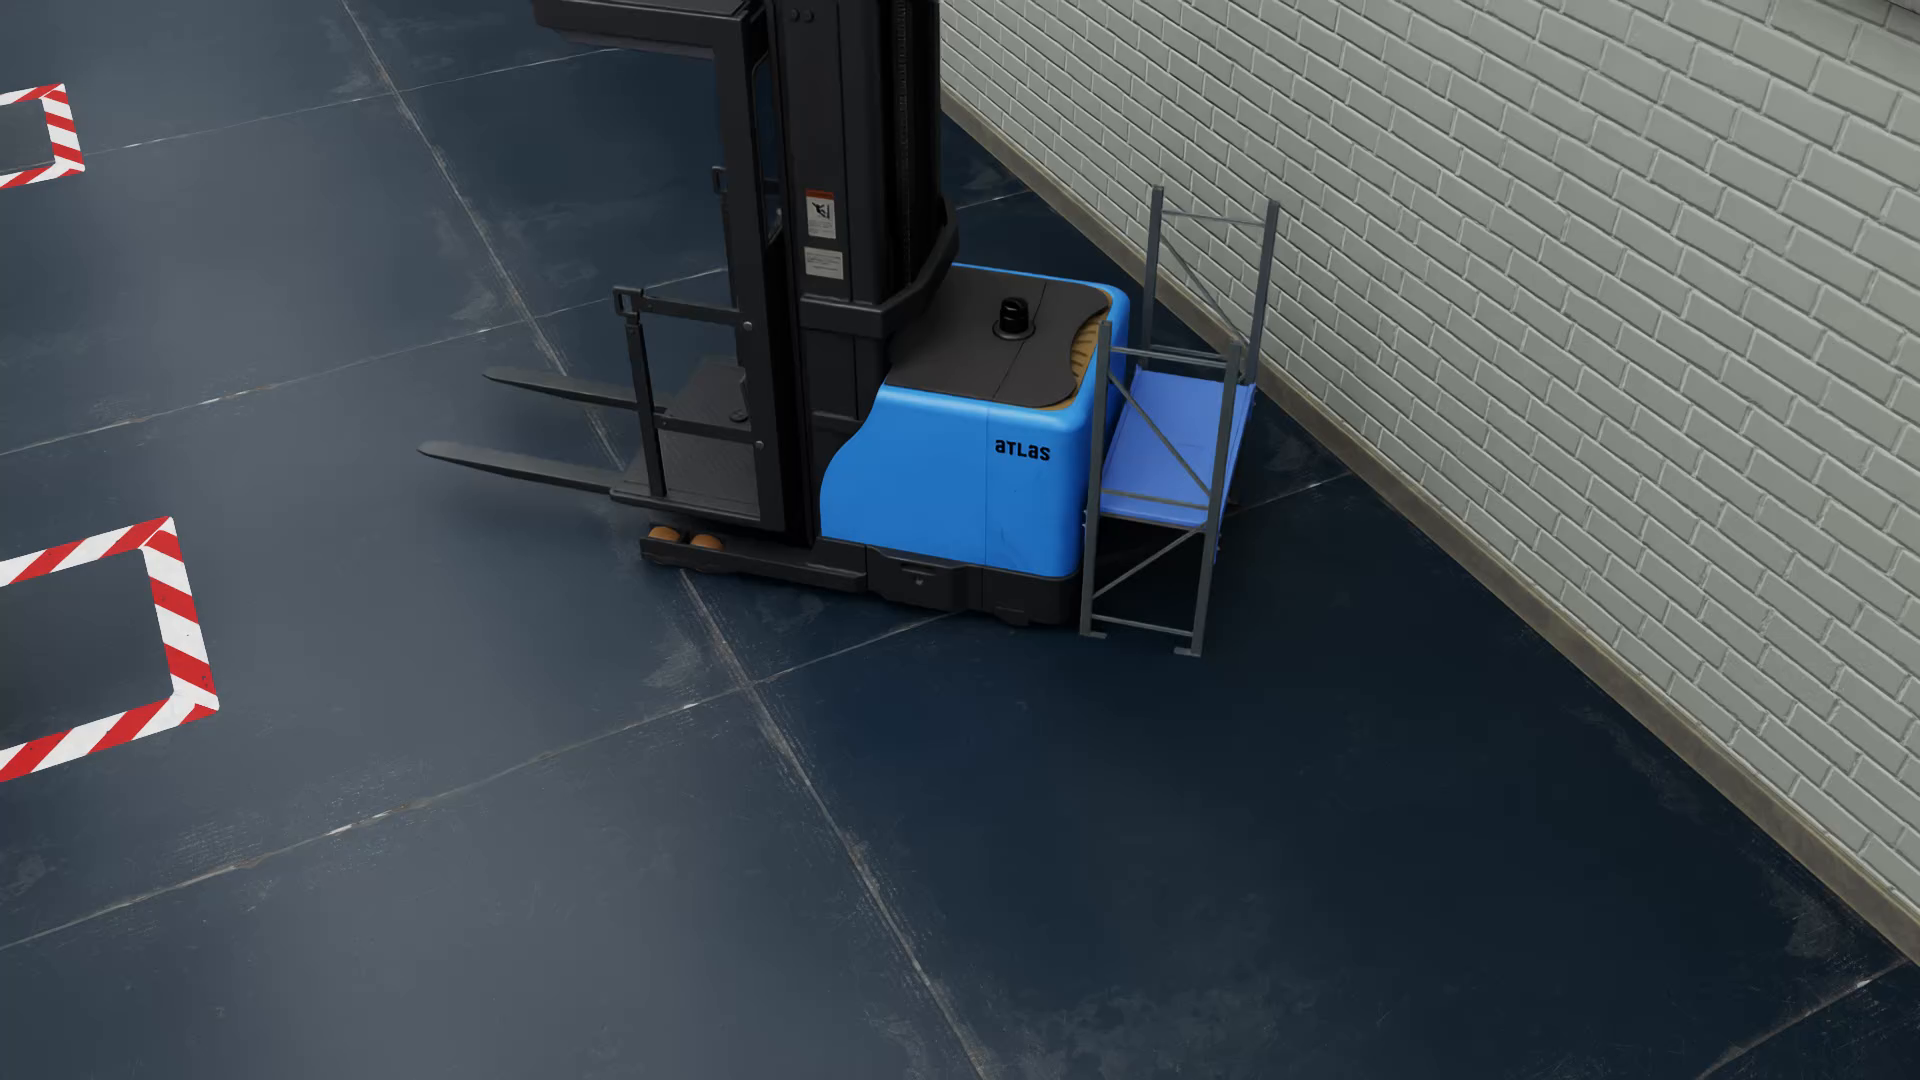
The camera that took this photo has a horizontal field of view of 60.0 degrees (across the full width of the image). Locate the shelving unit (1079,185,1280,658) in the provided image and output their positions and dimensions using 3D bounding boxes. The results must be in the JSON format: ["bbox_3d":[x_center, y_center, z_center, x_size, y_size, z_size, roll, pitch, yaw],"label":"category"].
[{"bbox_3d":[0.868,-0.467,6.640,0.538,1.500,1.048,10,41,12],"label":"shelving unit"}]

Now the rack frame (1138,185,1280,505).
[{"bbox_3d":[1.005,-0.783,7.014,0.500,1.500,0.032,10,41,12],"label":"rack frame"}]

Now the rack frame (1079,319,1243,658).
[{"bbox_3d":[0.731,-0.150,6.267,0.500,1.500,0.032,10,41,12],"label":"rack frame"}]

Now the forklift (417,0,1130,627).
[{"bbox_3d":[-0.864,-1.294,6.510,3.031,2.935,1.130,10,41,12],"label":"forklift"}]

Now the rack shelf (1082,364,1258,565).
[{"bbox_3d":[0.868,-0.329,6.757,0.538,0.185,1.000,10,41,12],"label":"rack shelf"}]
